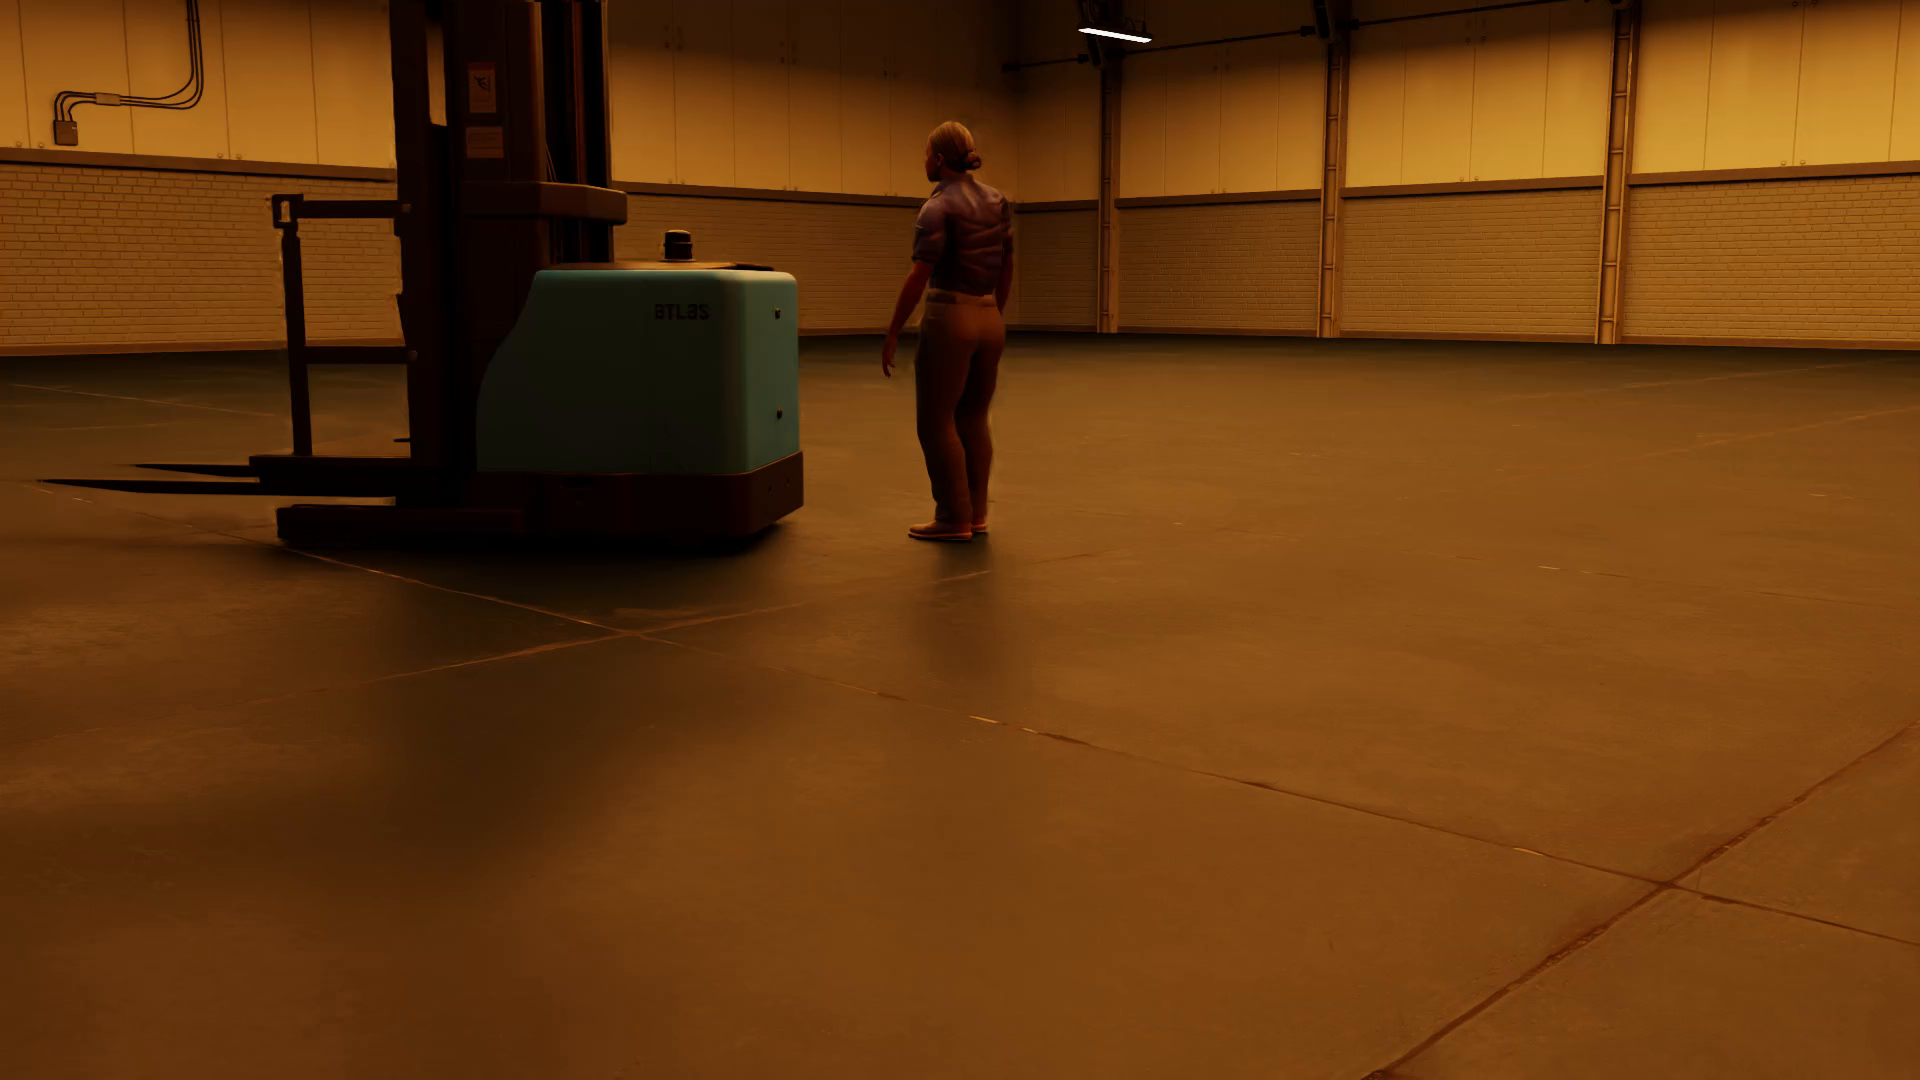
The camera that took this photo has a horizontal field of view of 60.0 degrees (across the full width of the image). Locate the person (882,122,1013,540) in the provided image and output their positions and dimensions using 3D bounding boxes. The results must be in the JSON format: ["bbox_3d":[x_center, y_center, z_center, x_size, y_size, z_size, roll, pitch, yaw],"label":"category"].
[{"bbox_3d":[-0.089,-0.817,6.656,0.501,1.650,0.626,8,12,43],"label":"person"}]

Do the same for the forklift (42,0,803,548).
[{"bbox_3d":[-2.239,-1.493,6.789,3.031,2.935,1.130,1,9,8],"label":"forklift"}]
